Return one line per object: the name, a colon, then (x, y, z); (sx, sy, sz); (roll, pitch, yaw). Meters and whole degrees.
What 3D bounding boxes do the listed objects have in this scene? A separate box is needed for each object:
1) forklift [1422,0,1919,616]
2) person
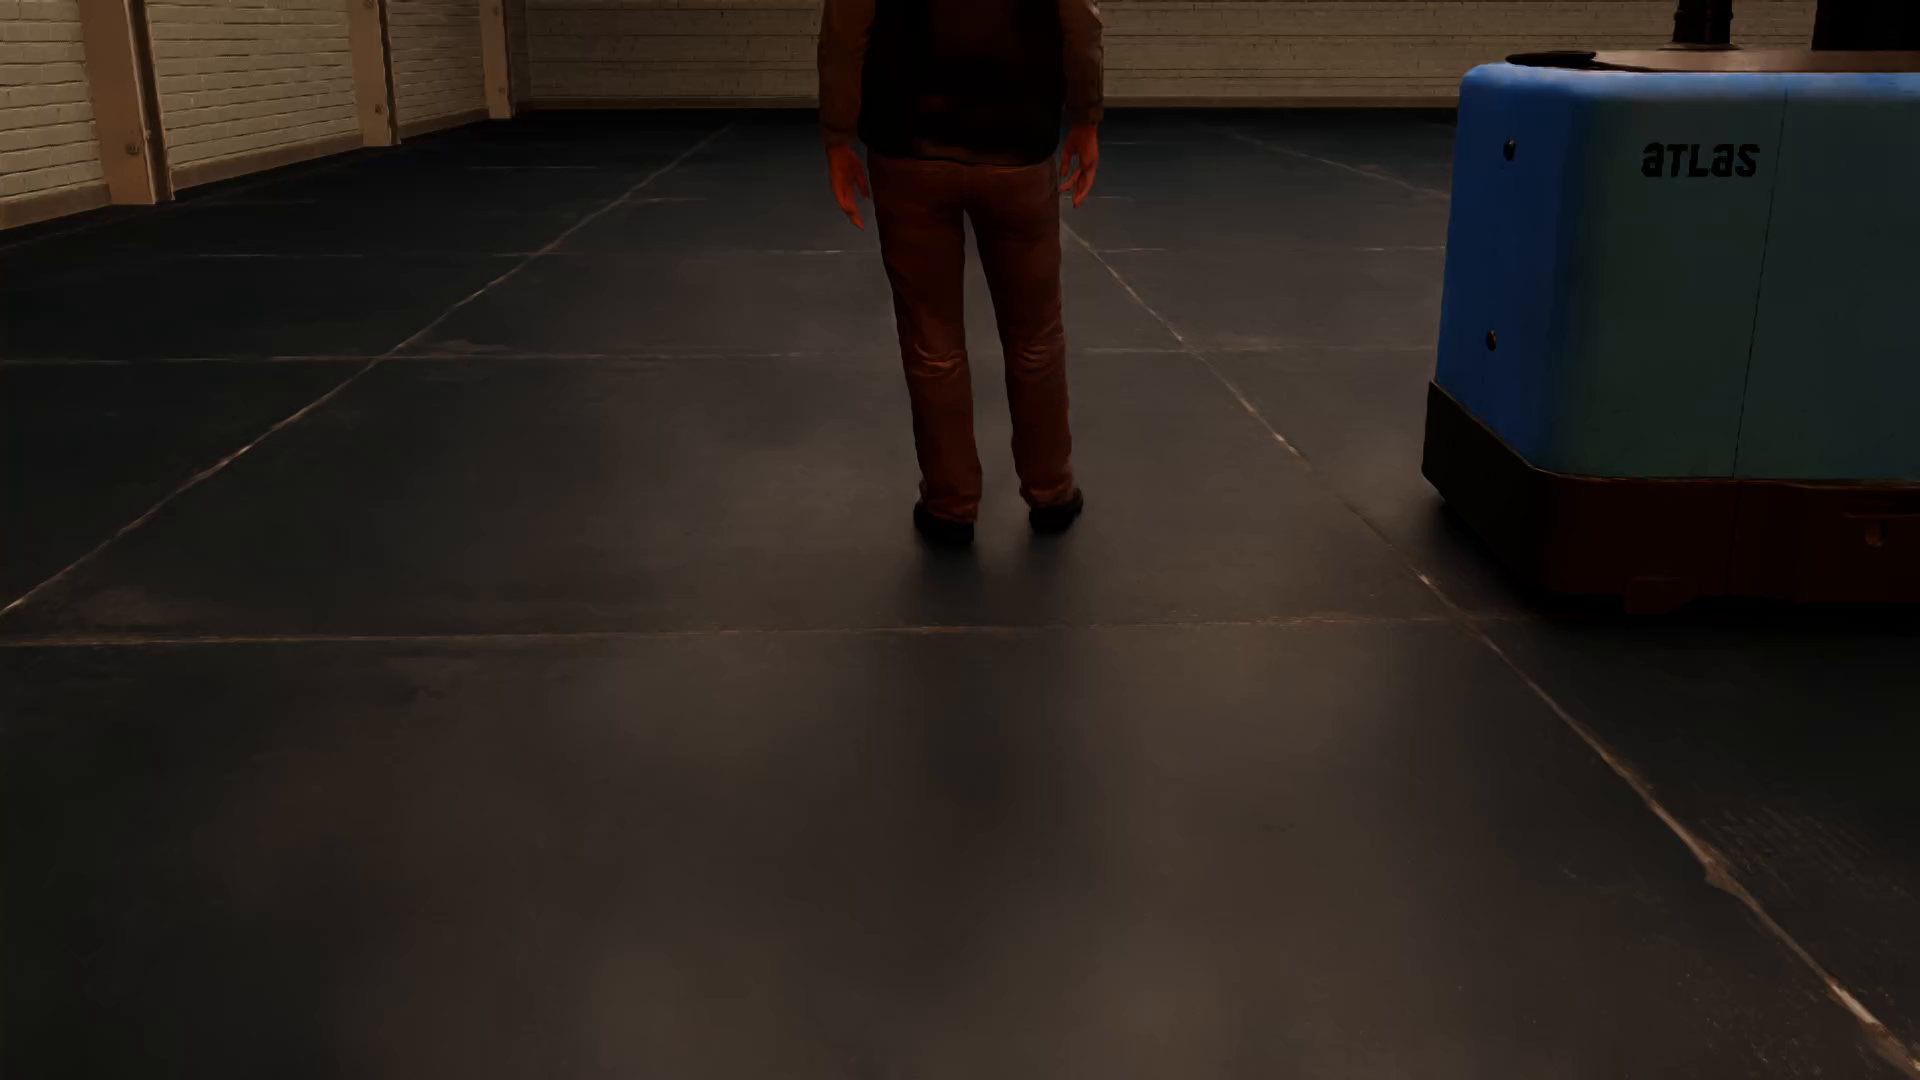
forklift: (2.672, -1.361, 3.356); (3.031, 2.935, 1.130); (1, 17, 2)
person: (0.005, -0.848, 3.724); (0.632, 1.720, 0.567); (-1, 17, -3)
